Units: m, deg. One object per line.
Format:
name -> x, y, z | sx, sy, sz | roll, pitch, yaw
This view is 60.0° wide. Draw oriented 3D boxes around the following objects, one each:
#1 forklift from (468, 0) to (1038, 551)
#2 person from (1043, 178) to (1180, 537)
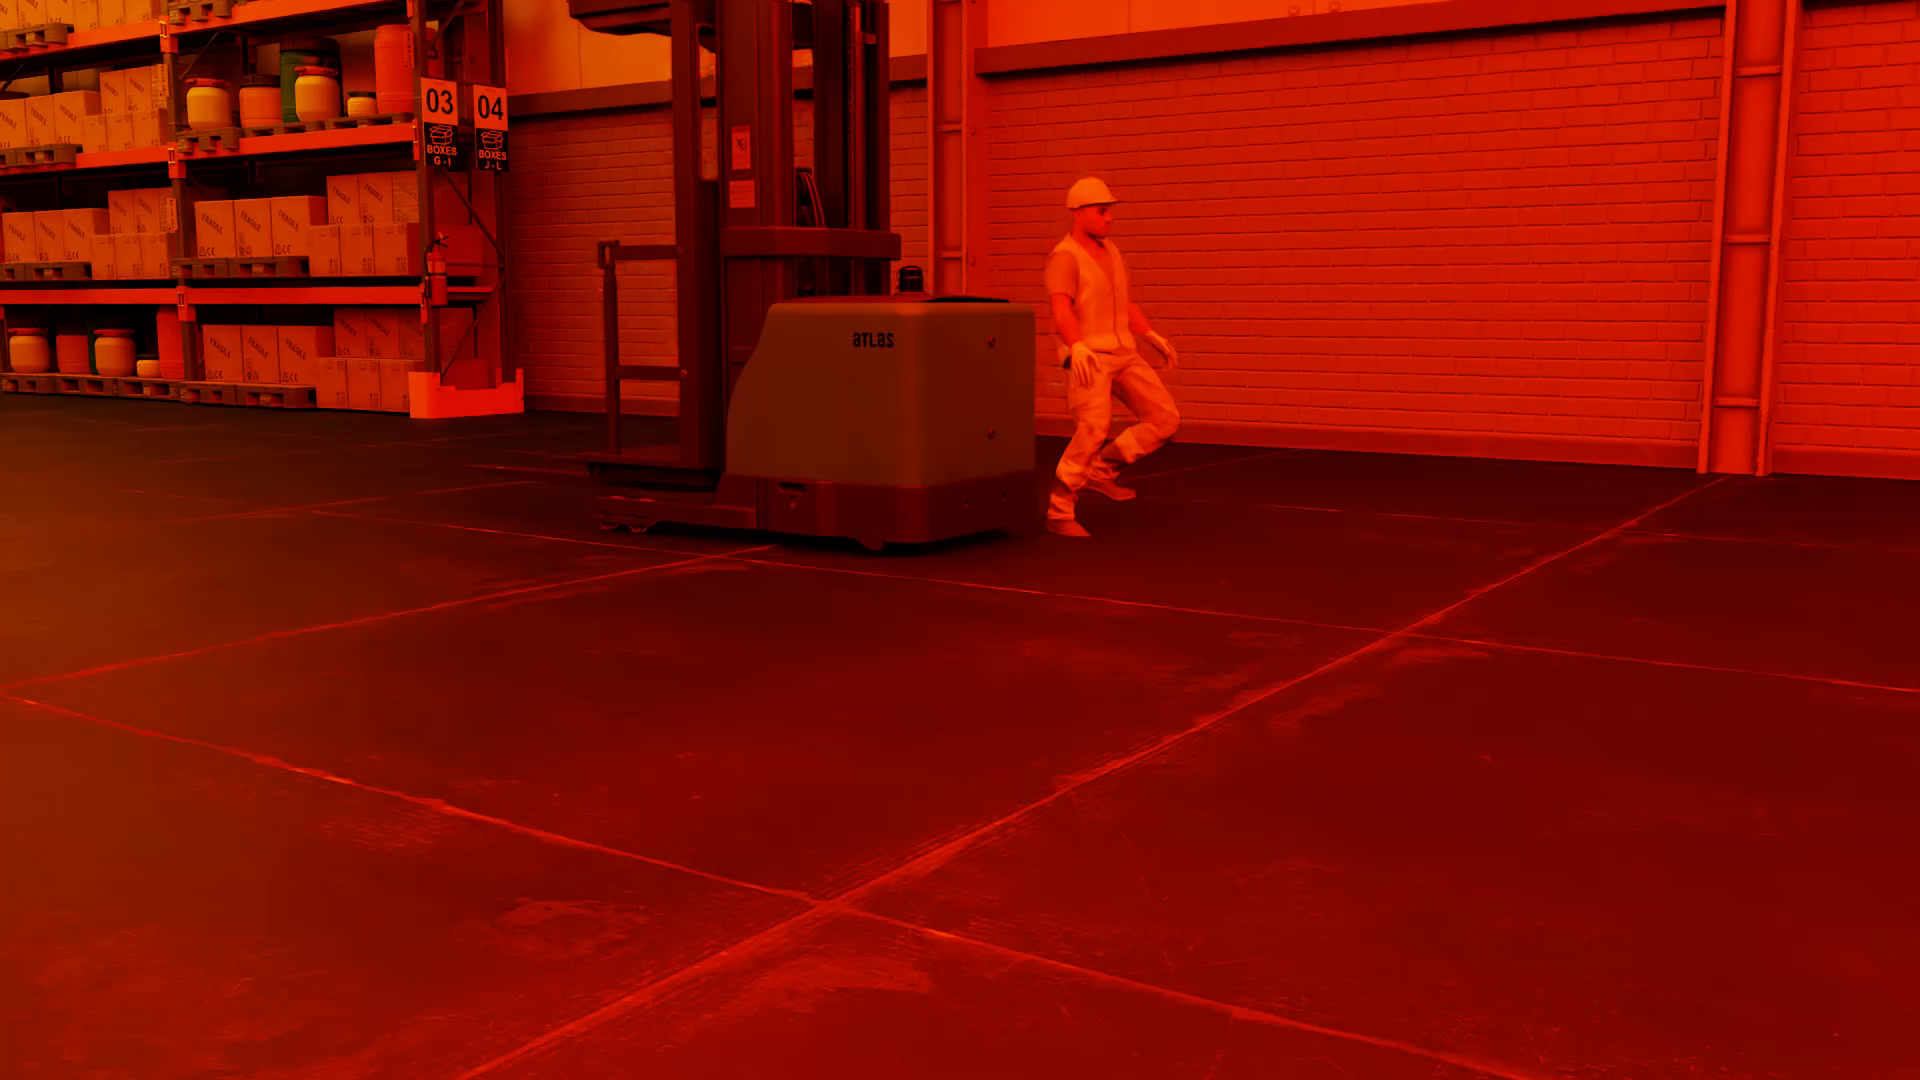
forklift -> -1.146, -1.539, 8.012 | 3.031, 2.935, 1.130 | 5, 10, 33
person -> 0.686, -0.865, 7.940 | 0.829, 1.701, 0.549 | -8, 11, -43
